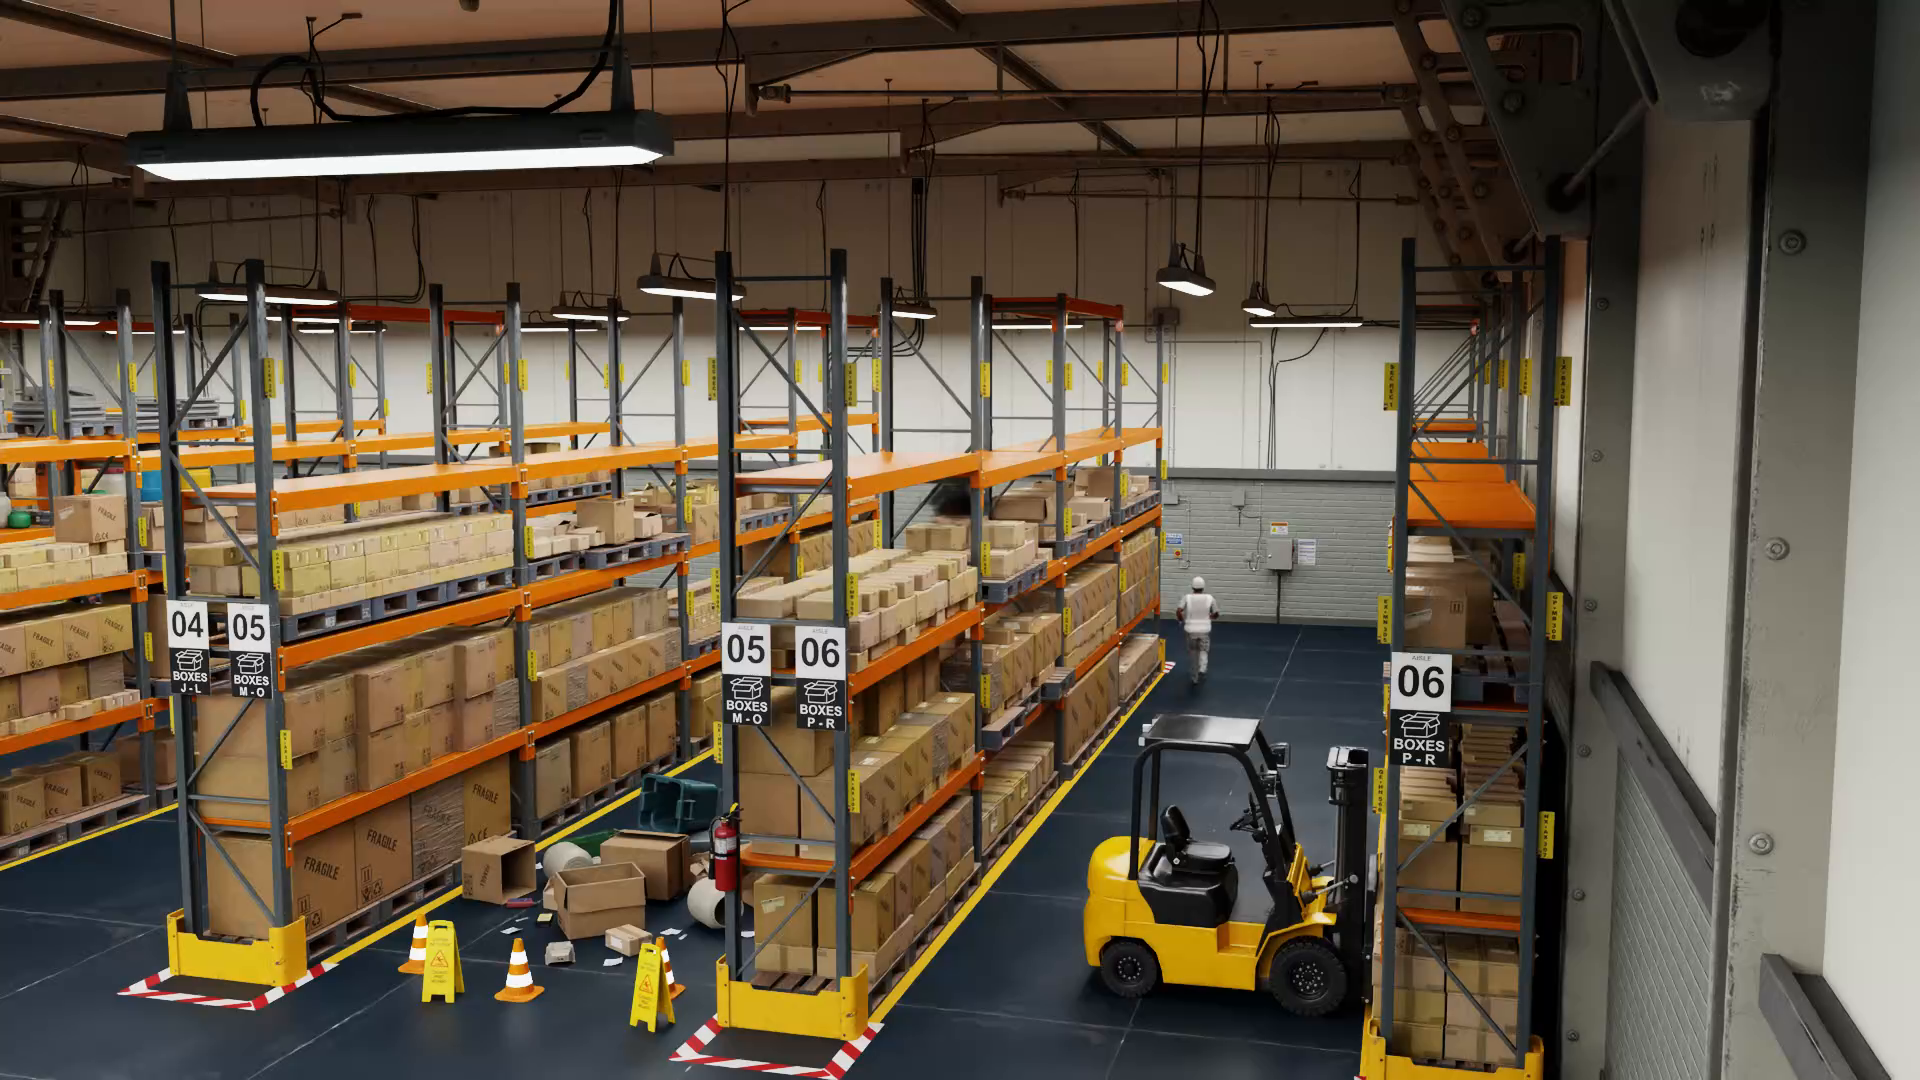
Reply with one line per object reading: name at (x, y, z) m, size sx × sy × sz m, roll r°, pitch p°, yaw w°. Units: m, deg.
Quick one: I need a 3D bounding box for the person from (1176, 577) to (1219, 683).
person at (3.798, 1.464, 26.596) m, size 0.682 × 1.768 × 0.940 m, roll 1°, pitch 6°, yaw 7°
